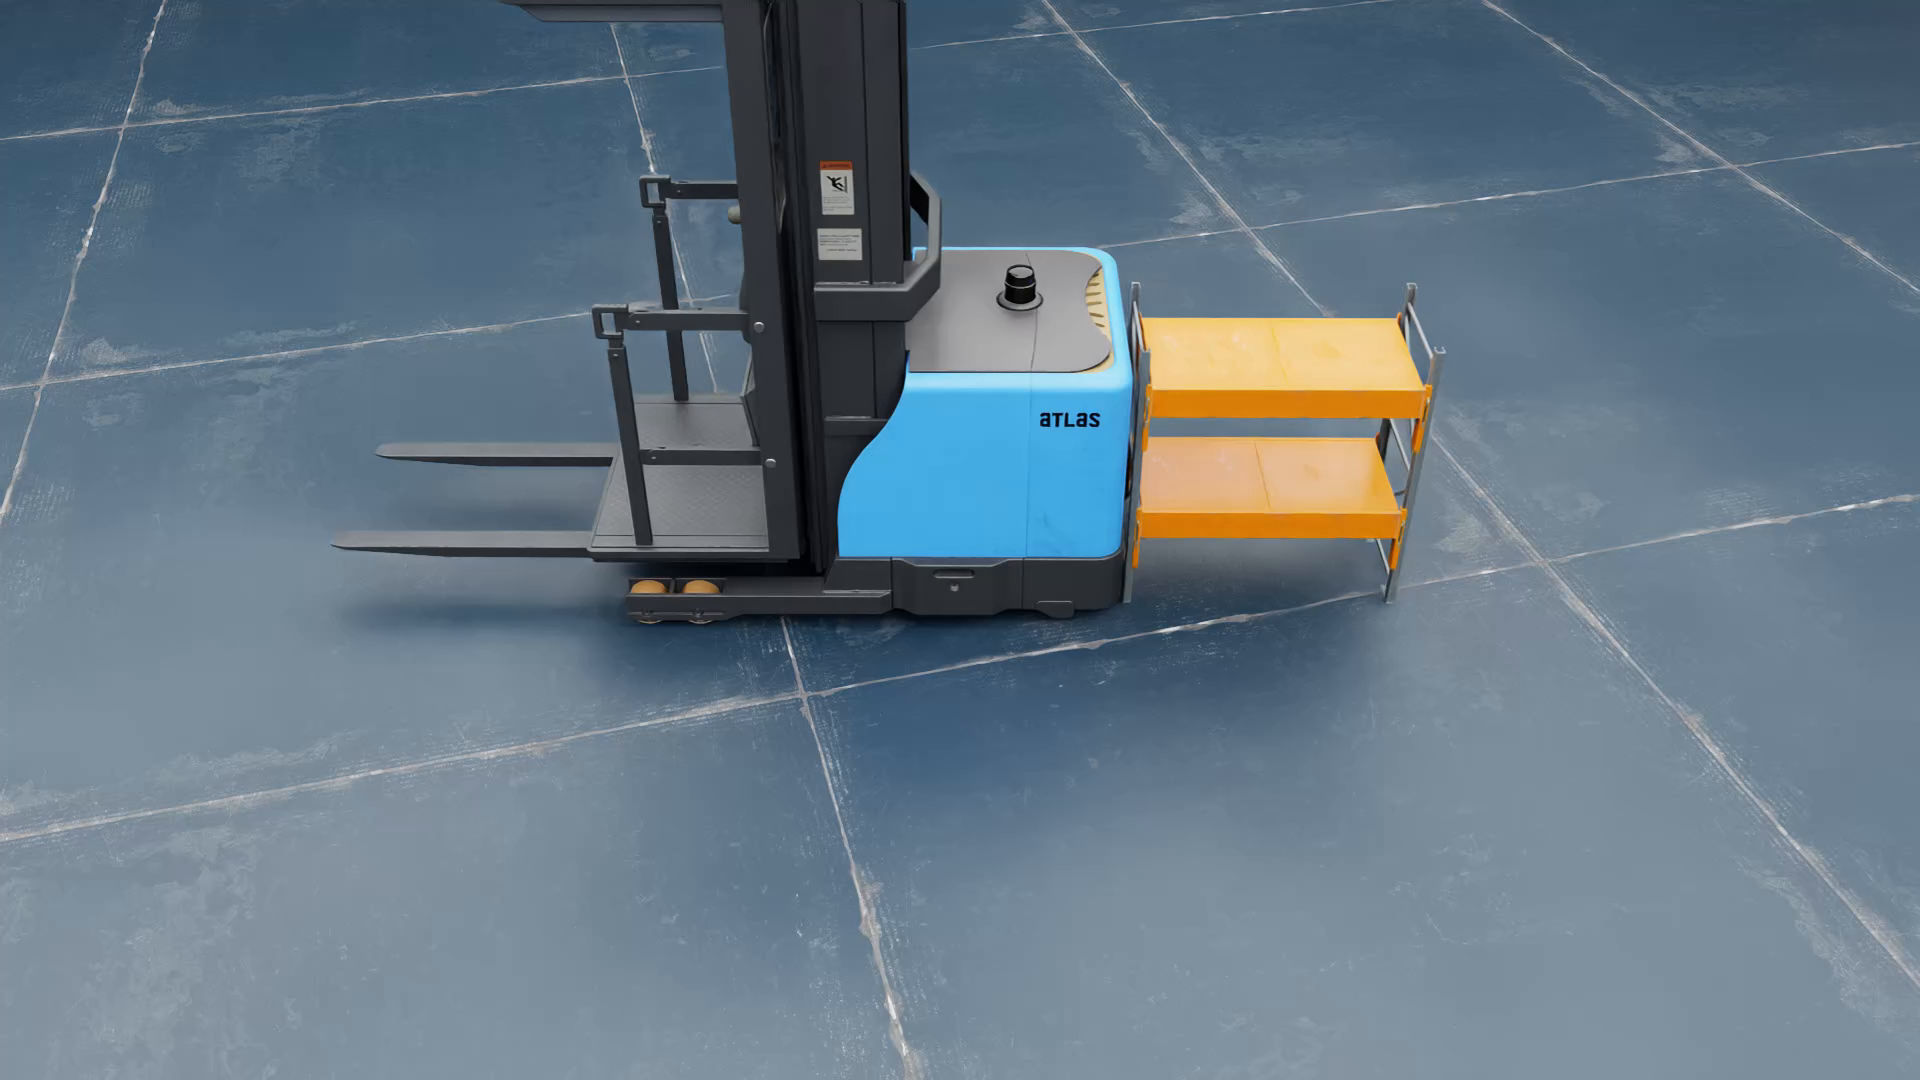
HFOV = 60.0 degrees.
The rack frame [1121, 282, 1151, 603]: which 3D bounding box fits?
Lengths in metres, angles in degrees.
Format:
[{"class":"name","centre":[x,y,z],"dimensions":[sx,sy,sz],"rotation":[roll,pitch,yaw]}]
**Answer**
[{"class":"rack frame","centre":[0.647,-0.354,6.287],"dimensions":[0.032,1.125,0.500],"rotation":[0,37,0]}]

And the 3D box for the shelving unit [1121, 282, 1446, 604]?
[{"class":"shelving unit","centre":[1.156,-0.352,6.285],"dimensions":[1.048,1.125,0.538],"rotation":[0,37,0]}]

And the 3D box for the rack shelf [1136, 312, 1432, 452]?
[{"class":"rack shelf","centre":[1.156,-0.585,6.107],"dimensions":[1.000,0.278,0.538],"rotation":[0,37,0]}]

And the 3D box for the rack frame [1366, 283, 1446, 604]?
[{"class":"rack frame","centre":[1.664,-0.350,6.282],"dimensions":[0.032,1.125,0.500],"rotation":[0,37,0]}]

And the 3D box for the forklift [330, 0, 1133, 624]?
[{"class":"forklift","centre":[-0.897,-1.167,5.864],"dimensions":[3.031,2.935,1.130],"rotation":[0,37,0]}]

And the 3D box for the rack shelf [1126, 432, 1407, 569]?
[{"class":"rack shelf","centre":[1.156,-0.158,6.433],"dimensions":[1.000,0.278,0.538],"rotation":[0,37,0]}]
